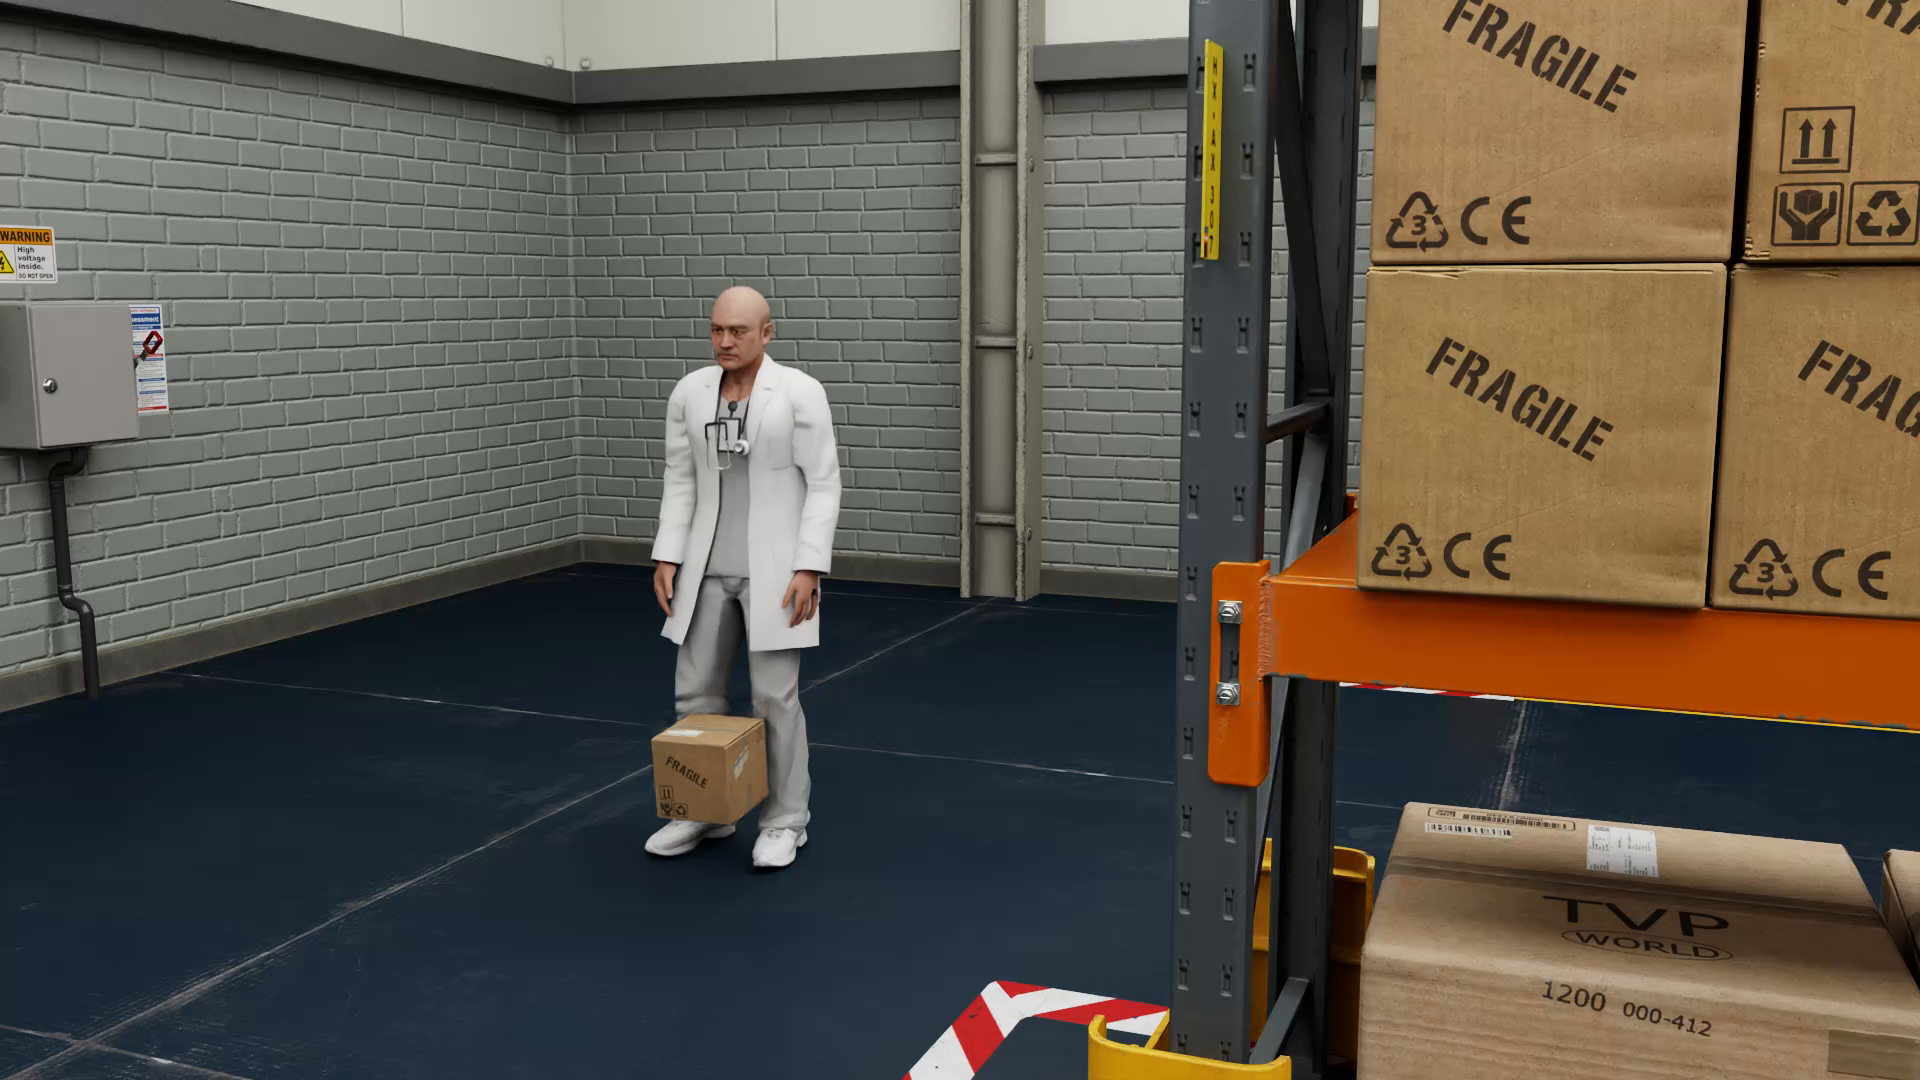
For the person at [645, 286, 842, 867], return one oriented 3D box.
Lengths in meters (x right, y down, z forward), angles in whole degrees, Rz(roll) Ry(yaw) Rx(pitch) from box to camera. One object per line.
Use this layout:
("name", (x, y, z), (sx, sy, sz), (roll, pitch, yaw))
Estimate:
("person", (-0.670, 0.107, 5.175), (0.601, 1.776, 0.425), (3, 9, 19))
